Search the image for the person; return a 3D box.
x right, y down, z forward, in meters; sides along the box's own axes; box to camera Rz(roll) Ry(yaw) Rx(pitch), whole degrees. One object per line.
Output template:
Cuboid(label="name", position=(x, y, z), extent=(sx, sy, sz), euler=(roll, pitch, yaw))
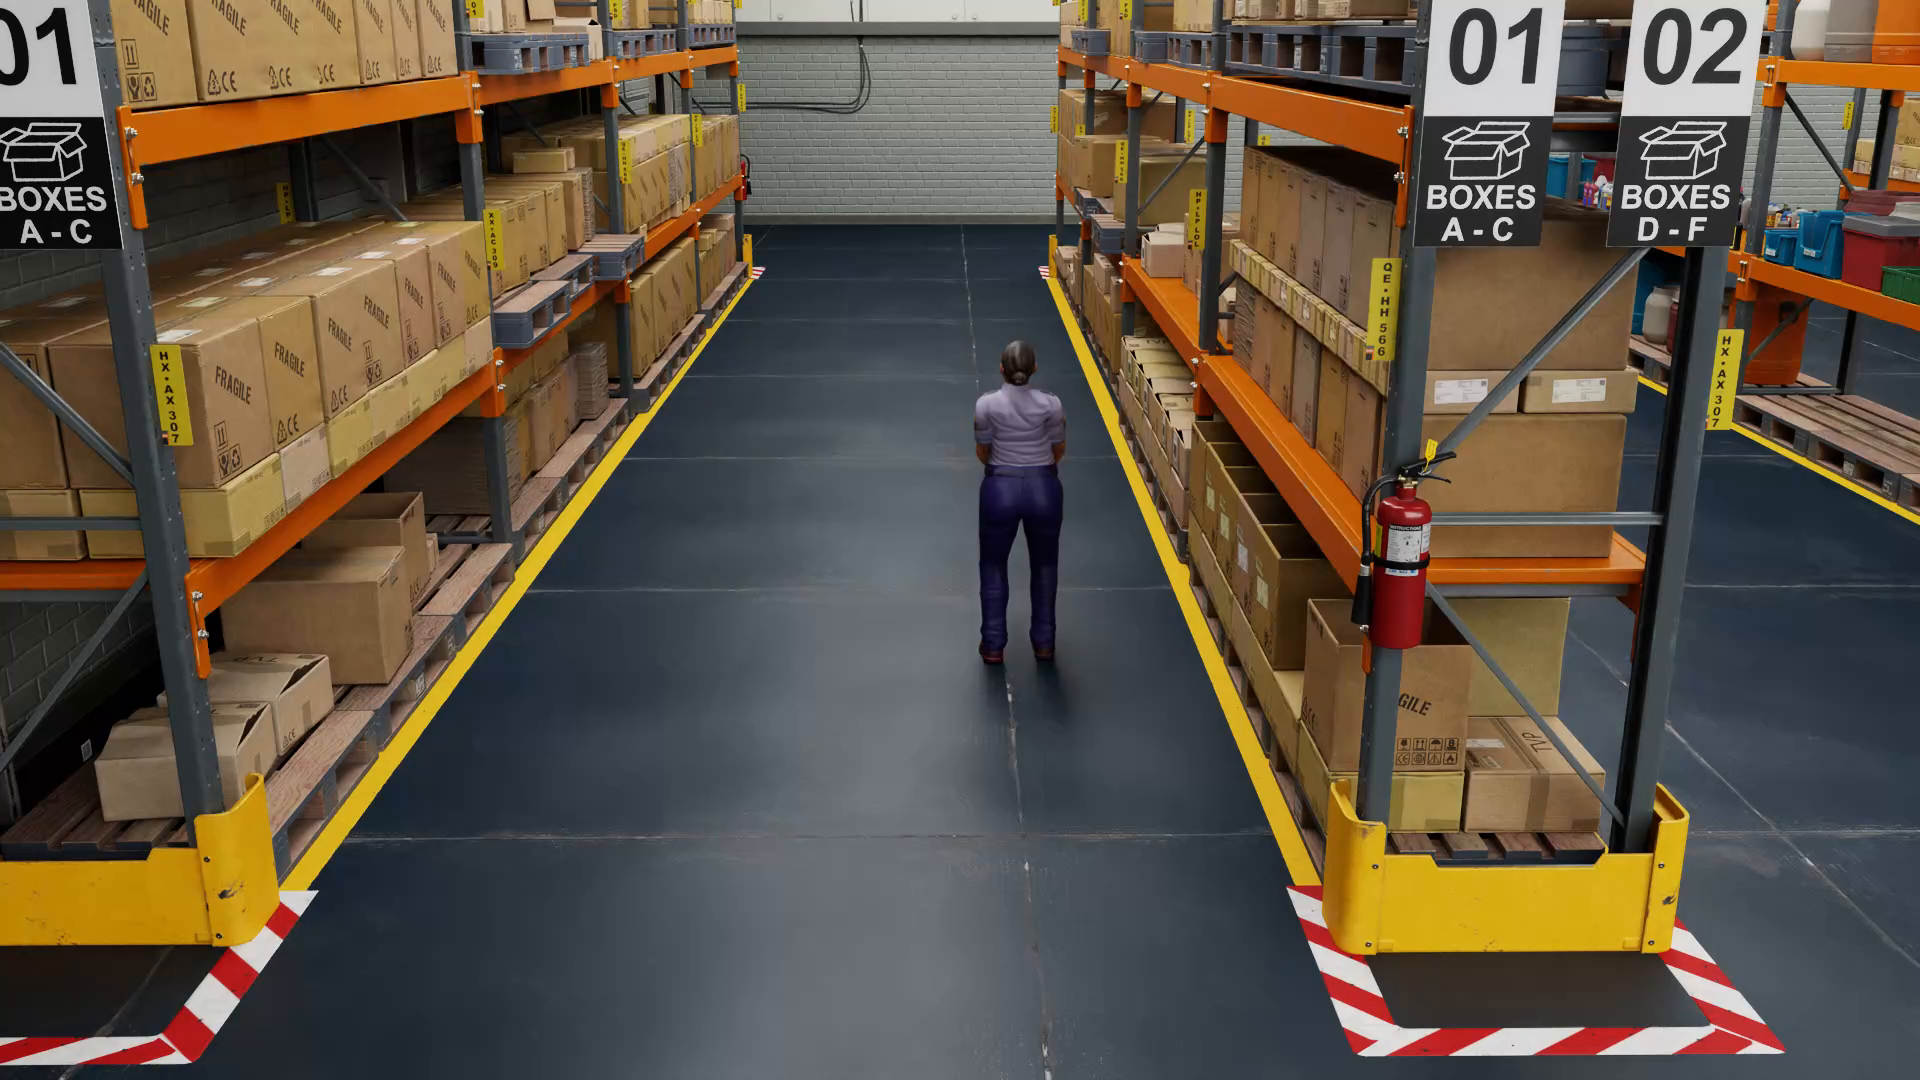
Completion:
Cuboid(label="person", position=(0.293, -0.210, 8.268), extent=(0.452, 1.635, 0.525), euler=(0, 17, 1))
